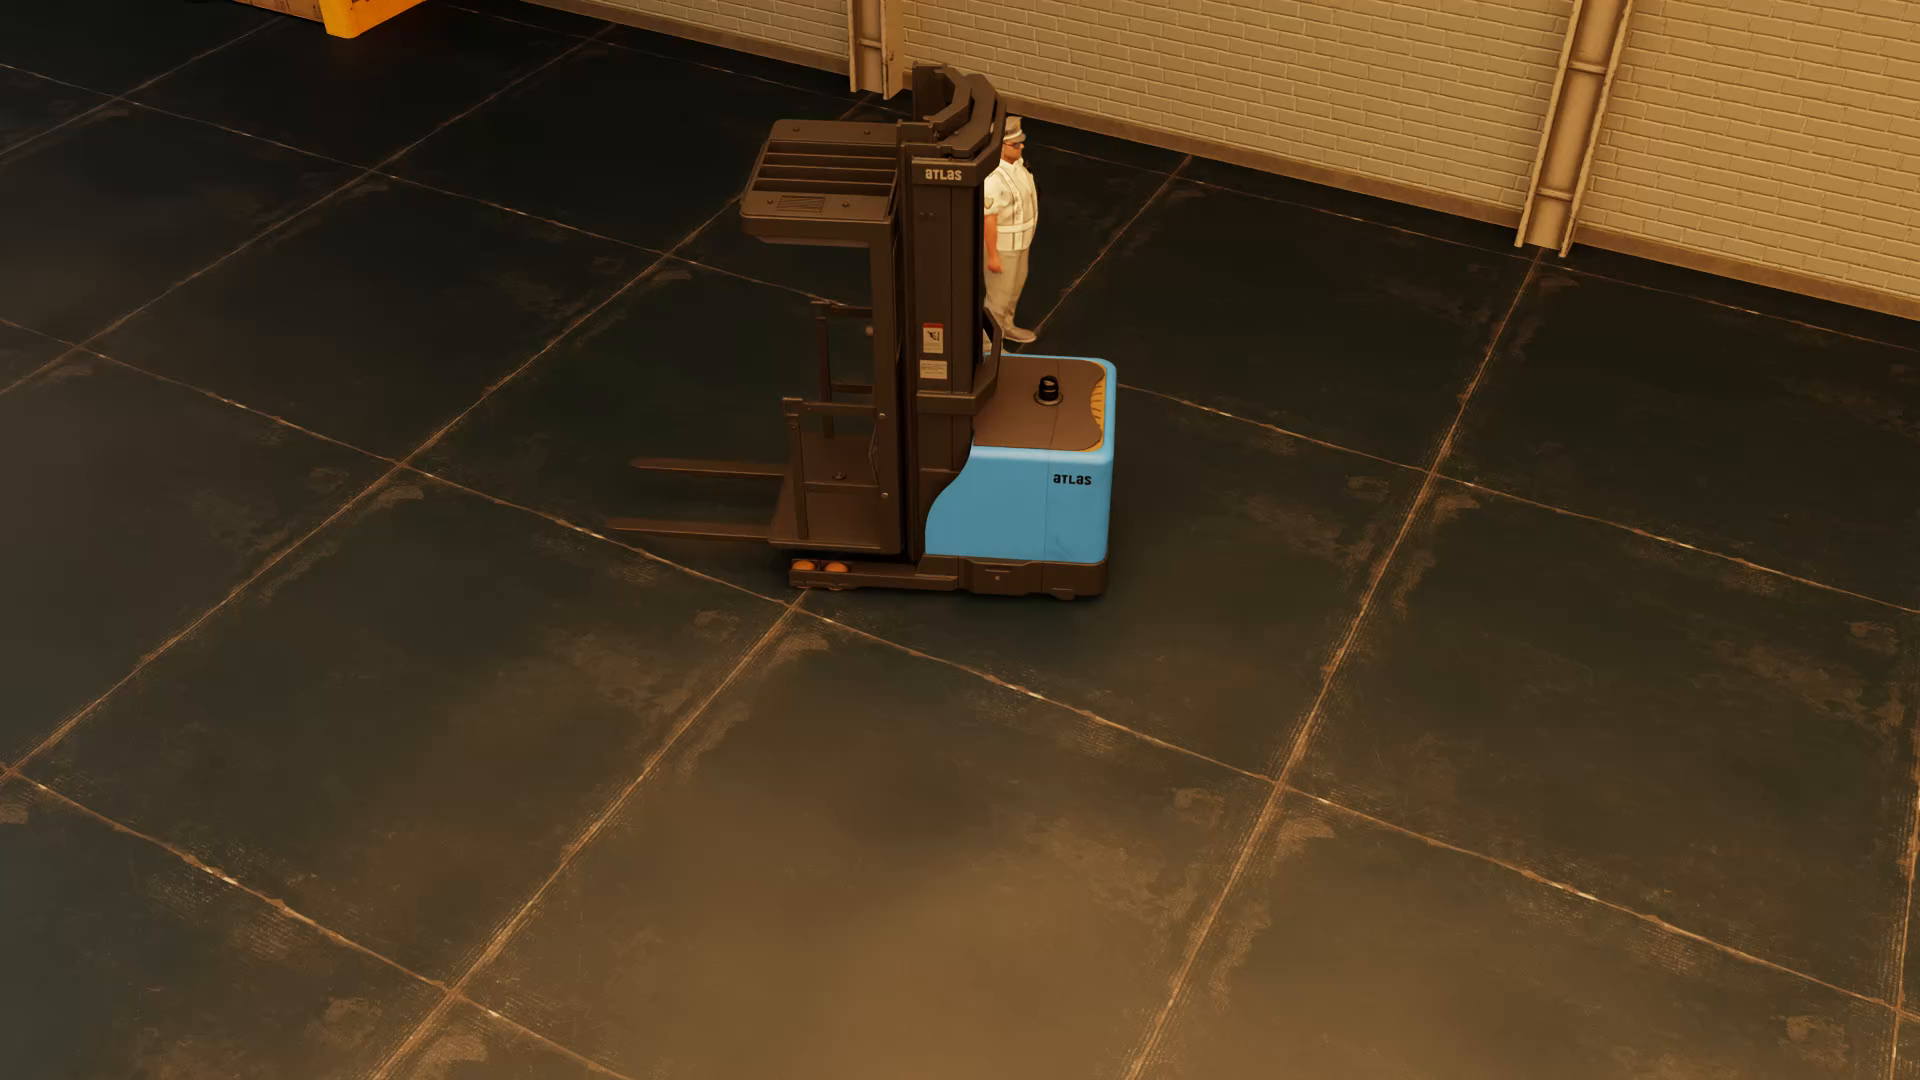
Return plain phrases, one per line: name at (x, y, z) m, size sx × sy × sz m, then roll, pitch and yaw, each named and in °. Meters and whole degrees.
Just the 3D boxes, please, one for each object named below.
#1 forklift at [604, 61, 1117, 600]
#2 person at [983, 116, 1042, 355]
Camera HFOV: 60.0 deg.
forklift at (-0.606, -1.157, 9.360) m, size 3.031 × 2.935 × 1.130 m, roll 3°, pitch 40°, yaw 4°
person at (0.321, -2.056, 11.330) m, size 0.395 × 1.771 × 0.544 m, roll 12°, pitch 42°, yaw 14°
